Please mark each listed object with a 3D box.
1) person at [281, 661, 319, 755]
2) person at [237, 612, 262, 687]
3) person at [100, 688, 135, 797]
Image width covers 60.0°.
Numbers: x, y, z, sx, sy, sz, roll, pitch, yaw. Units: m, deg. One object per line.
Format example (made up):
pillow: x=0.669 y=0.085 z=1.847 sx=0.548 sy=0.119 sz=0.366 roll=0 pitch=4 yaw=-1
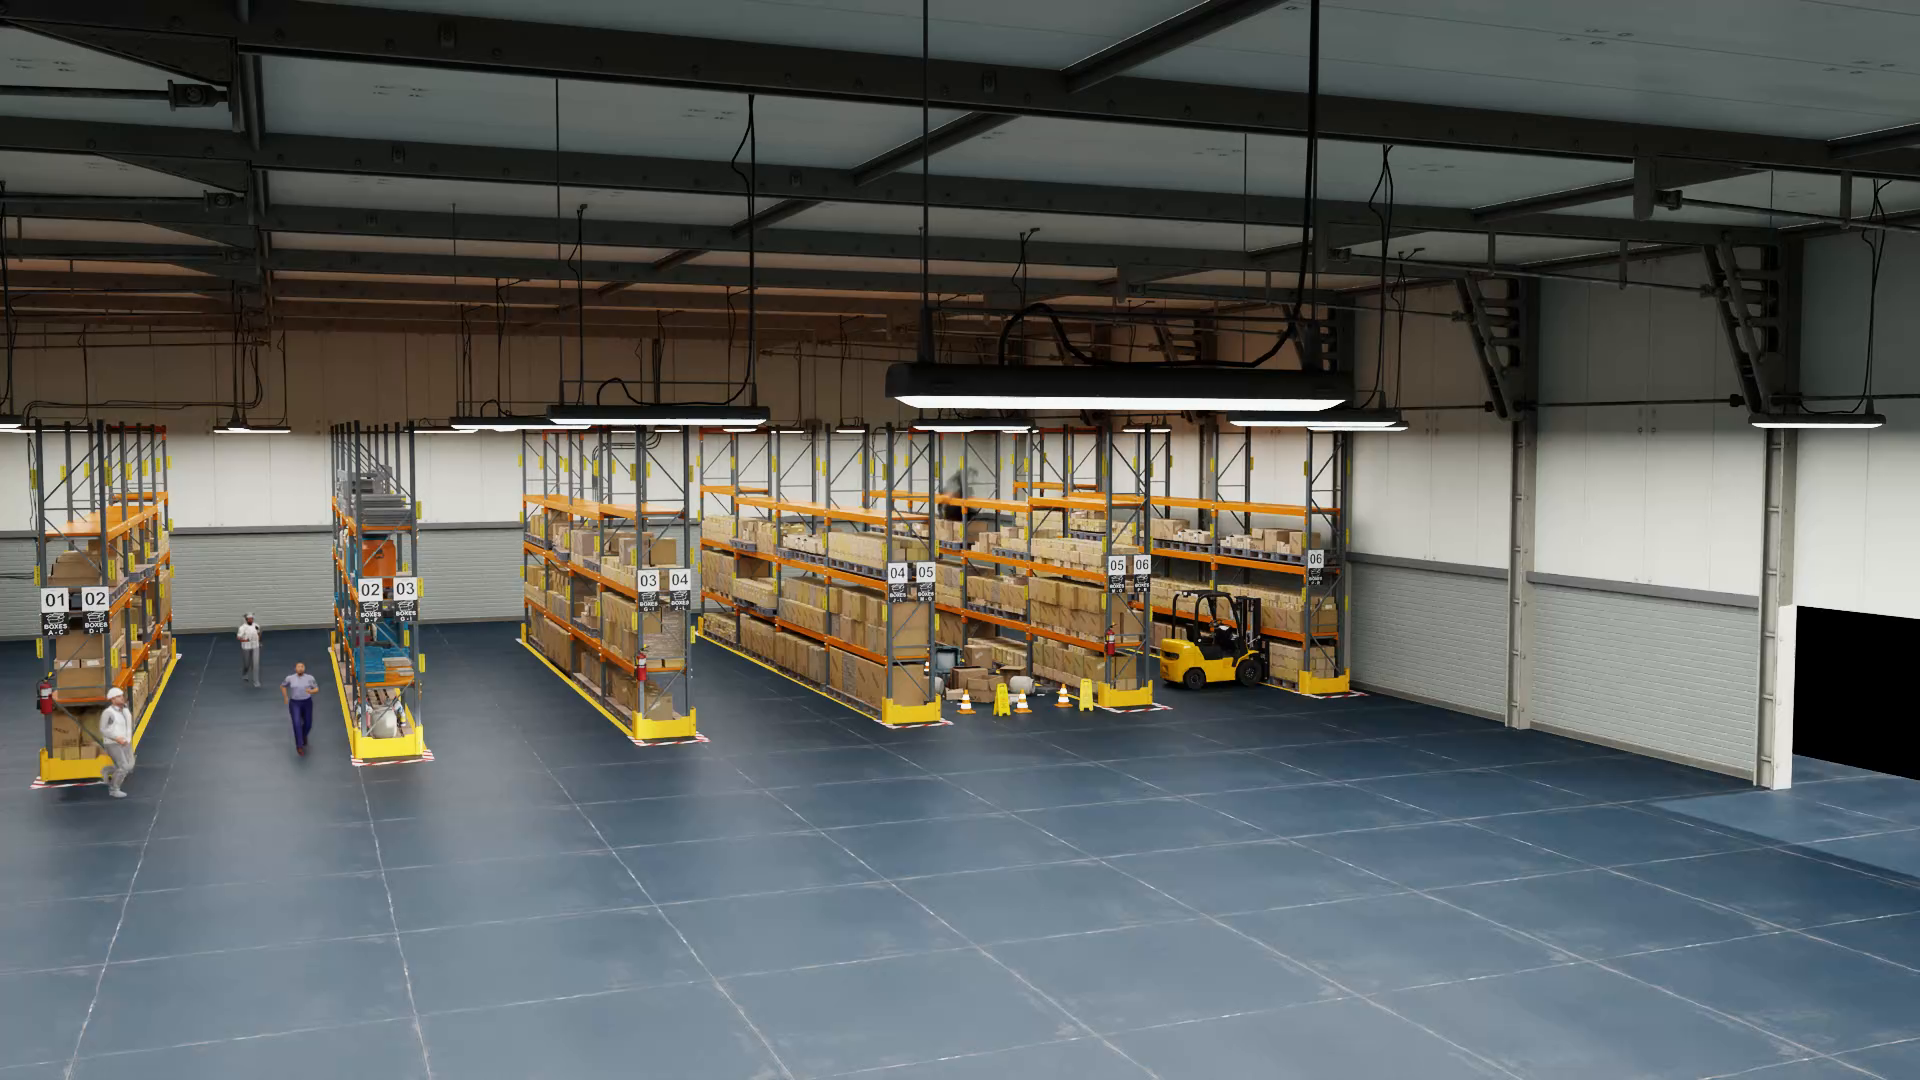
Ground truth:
person: x=-11.928 y=3.010 z=30.090 sx=0.608 sy=1.619 sz=0.943 roll=-2 pitch=4 yaw=-31
person: x=-16.240 y=2.488 z=38.057 sx=0.581 sy=1.699 sz=0.920 roll=-3 pitch=5 yaw=-38
person: x=-13.426 y=3.209 z=26.451 sx=0.645 sy=1.734 sz=0.670 roll=1 pitch=4 yaw=12
